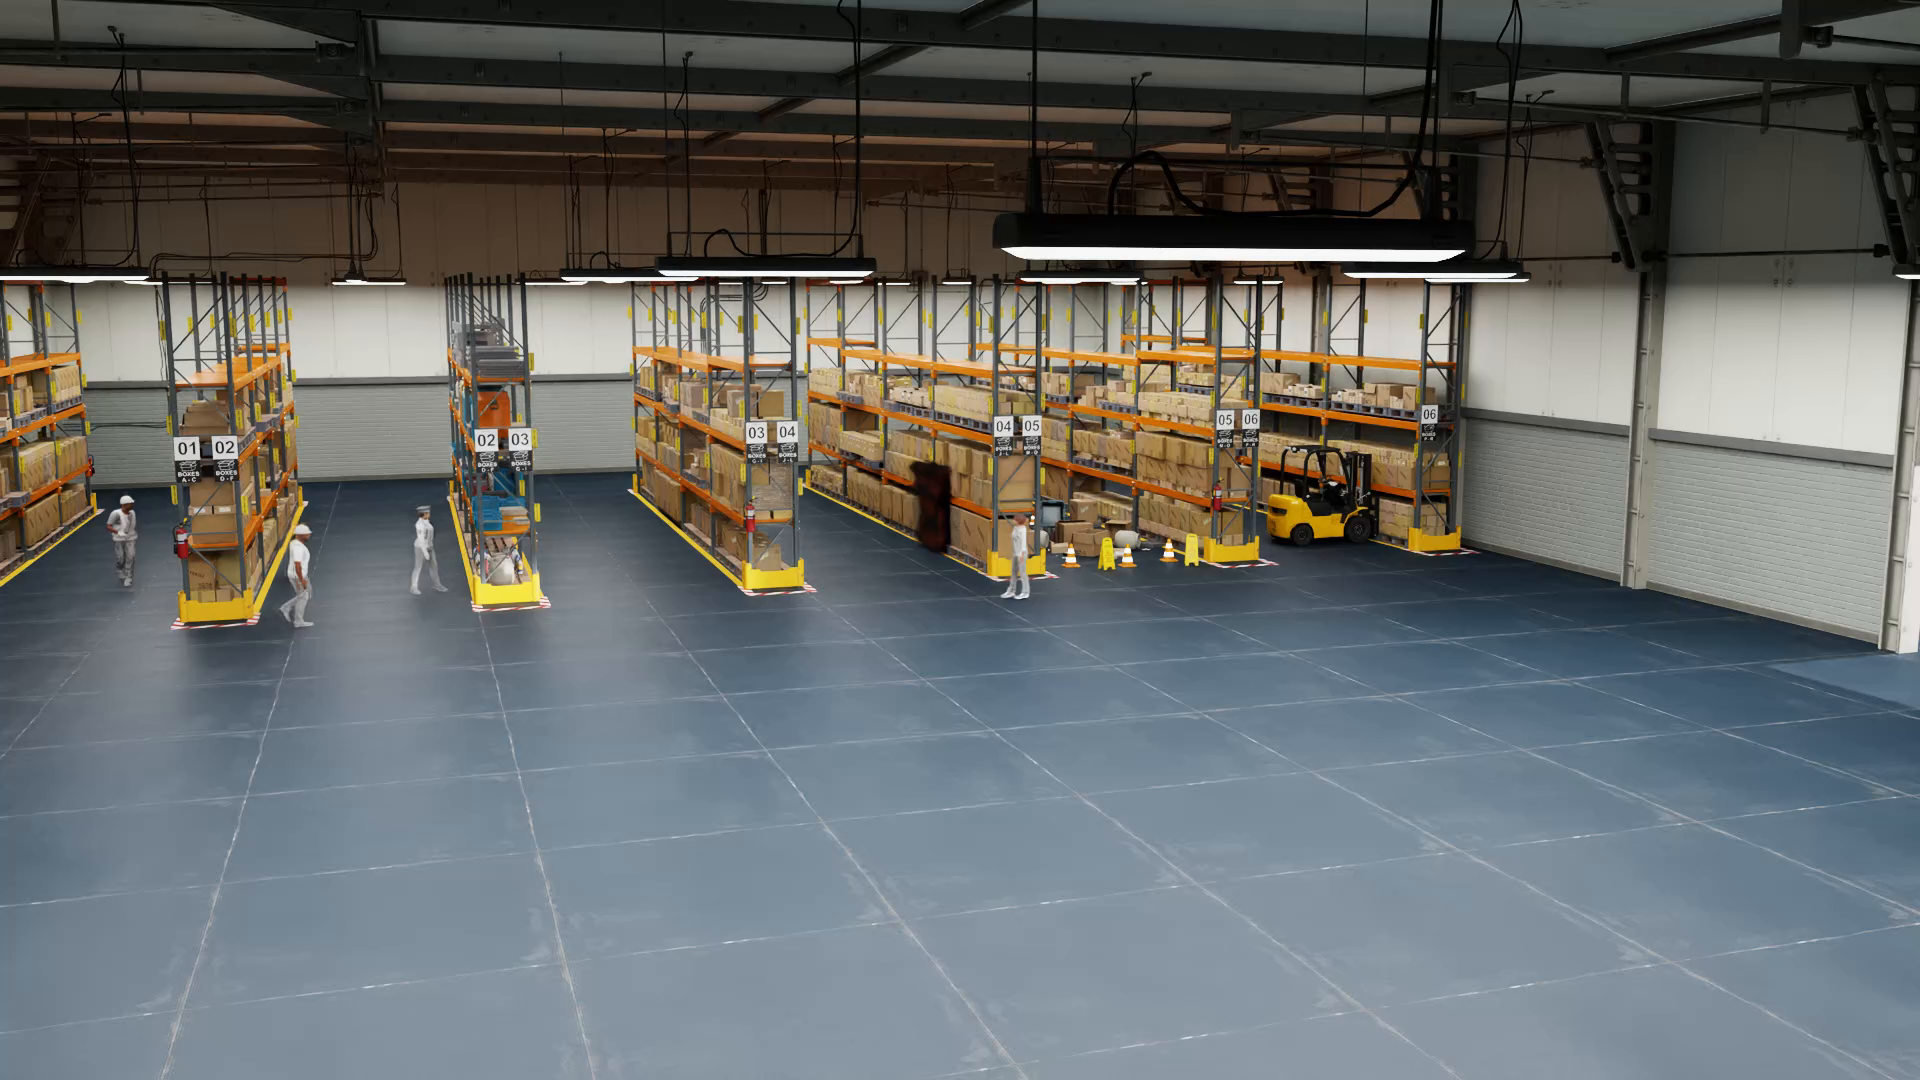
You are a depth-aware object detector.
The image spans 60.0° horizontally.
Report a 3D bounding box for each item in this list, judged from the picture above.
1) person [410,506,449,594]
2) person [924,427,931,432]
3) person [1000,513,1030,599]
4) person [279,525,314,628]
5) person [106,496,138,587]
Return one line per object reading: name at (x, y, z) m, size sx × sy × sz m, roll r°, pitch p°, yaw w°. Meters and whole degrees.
person at (-10.078, 0.186, 31.416) m, size 0.563 × 1.687 × 0.619 m, roll 2°, pitch 9°, yaw 11°
person at (-1.029, -2.998, 52.520) m, size 0.865 × 1.562 × 0.380 m, roll -7°, pitch 11°, yaw -38°
person at (1.044, 0.294, 30.857) m, size 0.479 × 1.615 × 0.463 m, roll -3°, pitch 9°, yaw -21°
person at (-11.246, 0.616, 28.153) m, size 0.614 × 1.746 × 0.616 m, roll -3°, pitch 9°, yaw -17°
person at (-16.283, 0.005, 32.306) m, size 0.580 × 1.750 × 0.753 m, roll -6°, pitch 11°, yaw -36°
